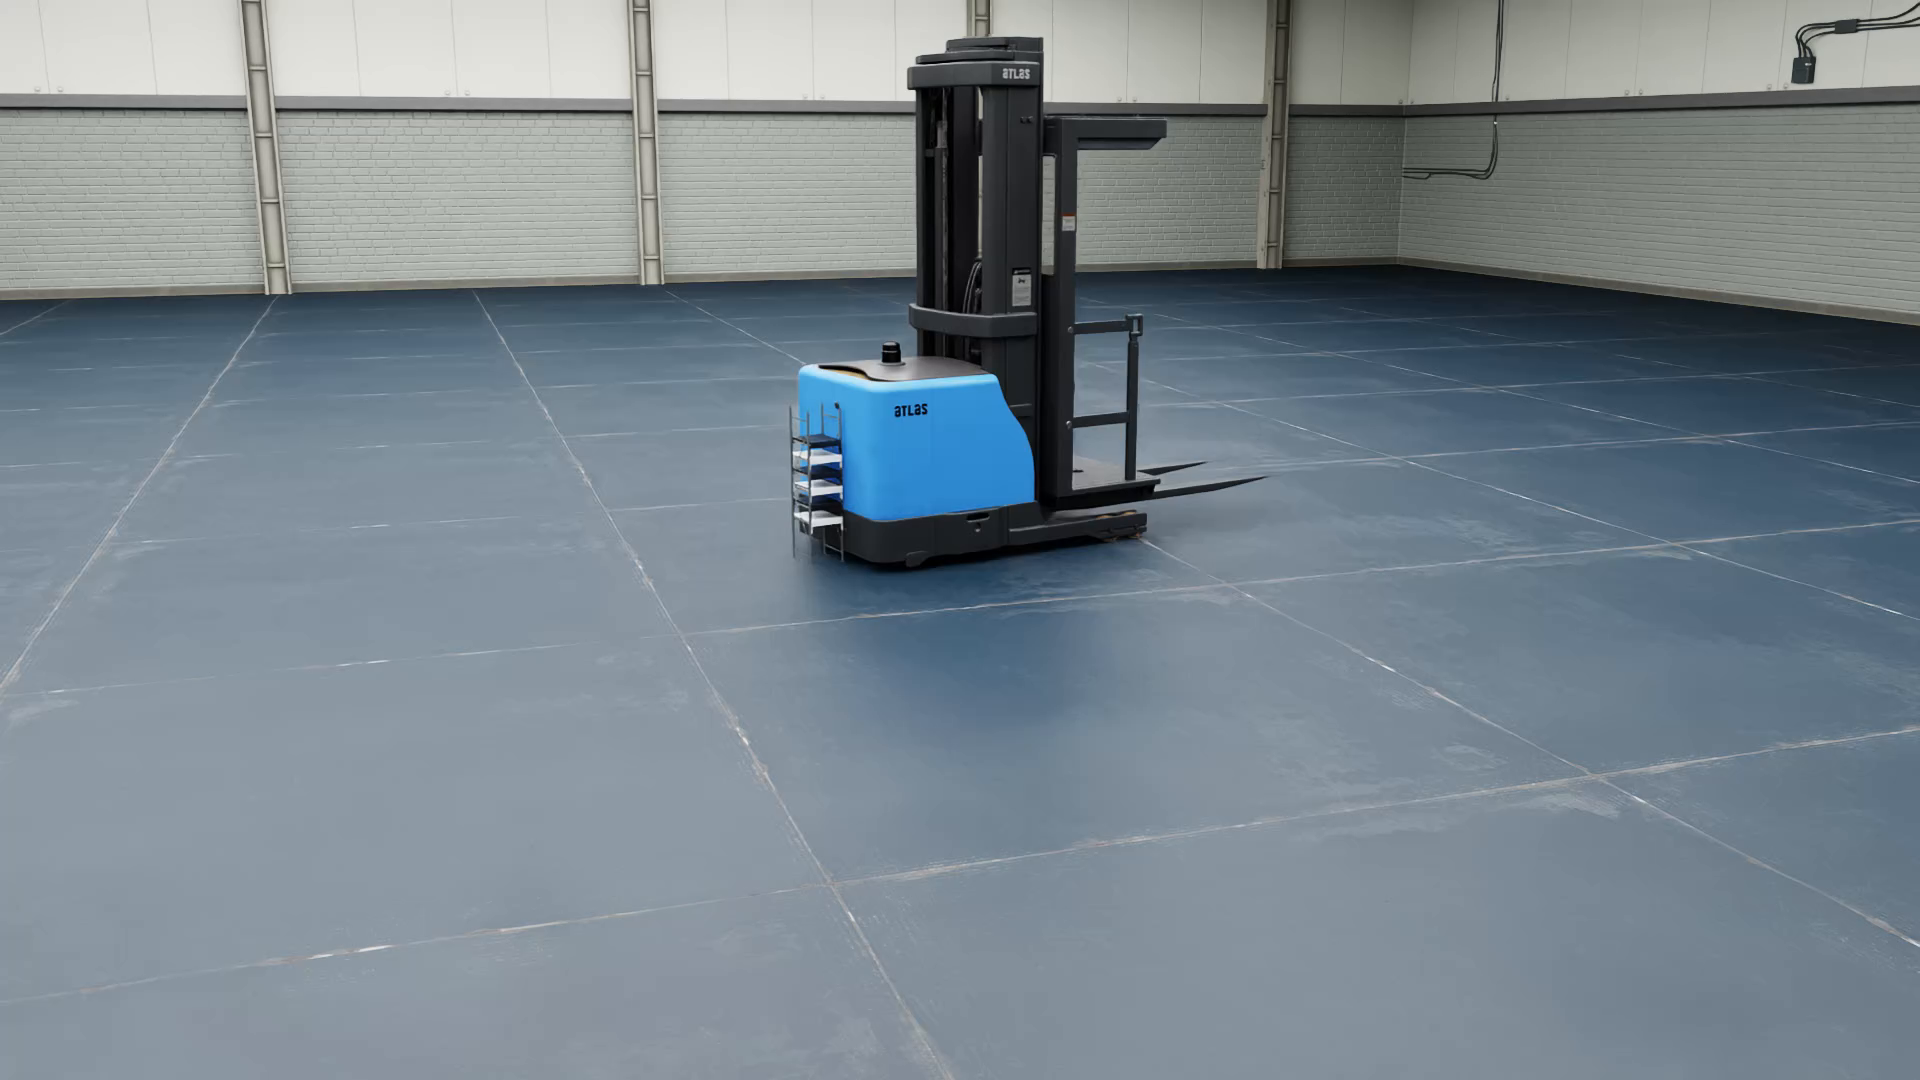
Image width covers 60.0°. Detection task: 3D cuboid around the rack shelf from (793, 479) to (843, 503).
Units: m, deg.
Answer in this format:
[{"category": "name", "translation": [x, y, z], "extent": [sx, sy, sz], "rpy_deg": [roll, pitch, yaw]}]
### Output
[{"category": "rack shelf", "translation": [-0.821, -0.283, 9.533], "extent": [0.200, 0.077, 0.258], "rpy_deg": [-8, 16, -31]}]

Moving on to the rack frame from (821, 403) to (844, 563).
[{"category": "rack frame", "translation": [-0.735, -0.328, 9.578], "extent": [0.006, 0.900, 0.240], "rpy_deg": [-8, 16, -31]}]

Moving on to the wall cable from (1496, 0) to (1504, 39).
[{"category": "wall cable", "translation": [10.116, -9.976, 28.434], "extent": [0.112, 2.526, 3.097], "rpy_deg": [-4, 14, -18]}]

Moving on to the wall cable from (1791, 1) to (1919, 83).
[{"category": "wall cable", "translation": [12.266, -9.194, 22.001], "extent": [0.169, 6.003, 2.305], "rpy_deg": [-4, 14, -18]}]

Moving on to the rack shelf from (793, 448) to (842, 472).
[{"category": "rack shelf", "translation": [-0.821, -0.458, 9.492], "extent": [0.200, 0.077, 0.258], "rpy_deg": [-8, 16, -31]}]

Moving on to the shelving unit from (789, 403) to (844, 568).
[{"category": "shelving unit", "translation": [-0.821, -0.316, 9.526], "extent": [0.210, 0.900, 0.258], "rpy_deg": [-8, 16, -31]}]

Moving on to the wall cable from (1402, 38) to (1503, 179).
[{"category": "wall cable", "translation": [9.254, -8.113, 31.513], "extent": [0.112, 2.526, 3.097], "rpy_deg": [-4, 14, -18]}]

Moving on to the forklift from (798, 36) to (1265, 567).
[{"category": "forklift", "translation": [0.549, -1.505, 10.137], "extent": [3.031, 2.935, 1.130], "rpy_deg": [-8, 16, -31]}]

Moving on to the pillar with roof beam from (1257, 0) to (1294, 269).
[{"category": "pillar with roof beam", "translation": [7.413, -8.752, 27.489], "extent": [0.400, 9.000, 9.100], "rpy_deg": [-4, 14, -18]}]

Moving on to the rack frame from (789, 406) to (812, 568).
[{"category": "rack frame", "translation": [-0.908, -0.303, 9.473], "extent": [0.006, 0.900, 0.240], "rpy_deg": [-8, 16, -31]}]

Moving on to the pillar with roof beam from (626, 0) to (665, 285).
[{"category": "pillar with roof beam", "translation": [-3.961, -7.866, 23.766], "extent": [0.400, 9.000, 9.100], "rpy_deg": [-4, 14, -18]}]

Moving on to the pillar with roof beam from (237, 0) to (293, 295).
[{"category": "pillar with roof beam", "translation": [-9.647, -7.423, 21.904], "extent": [0.400, 9.000, 9.100], "rpy_deg": [-4, 14, -18]}]

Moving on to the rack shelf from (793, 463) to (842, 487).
[{"category": "rack shelf", "translation": [-0.821, -0.371, 9.512], "extent": [0.200, 0.077, 0.258], "rpy_deg": [-8, 16, -31]}]

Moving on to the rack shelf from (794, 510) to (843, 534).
[{"category": "rack shelf", "translation": [-0.821, -0.108, 9.575], "extent": [0.200, 0.077, 0.258], "rpy_deg": [-8, 16, -31]}]

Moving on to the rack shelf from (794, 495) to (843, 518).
[{"category": "rack shelf", "translation": [-0.821, -0.196, 9.554], "extent": [0.200, 0.077, 0.258], "rpy_deg": [-8, 16, -31]}]

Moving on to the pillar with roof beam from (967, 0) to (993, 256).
[{"category": "pillar with roof beam", "translation": [1.726, -8.309, 25.627], "extent": [0.400, 9.000, 9.100], "rpy_deg": [-4, 14, -18]}]

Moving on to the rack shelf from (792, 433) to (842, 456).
[{"category": "rack shelf", "translation": [-0.821, -0.546, 9.471], "extent": [0.200, 0.077, 0.258], "rpy_deg": [-8, 16, -31]}]
